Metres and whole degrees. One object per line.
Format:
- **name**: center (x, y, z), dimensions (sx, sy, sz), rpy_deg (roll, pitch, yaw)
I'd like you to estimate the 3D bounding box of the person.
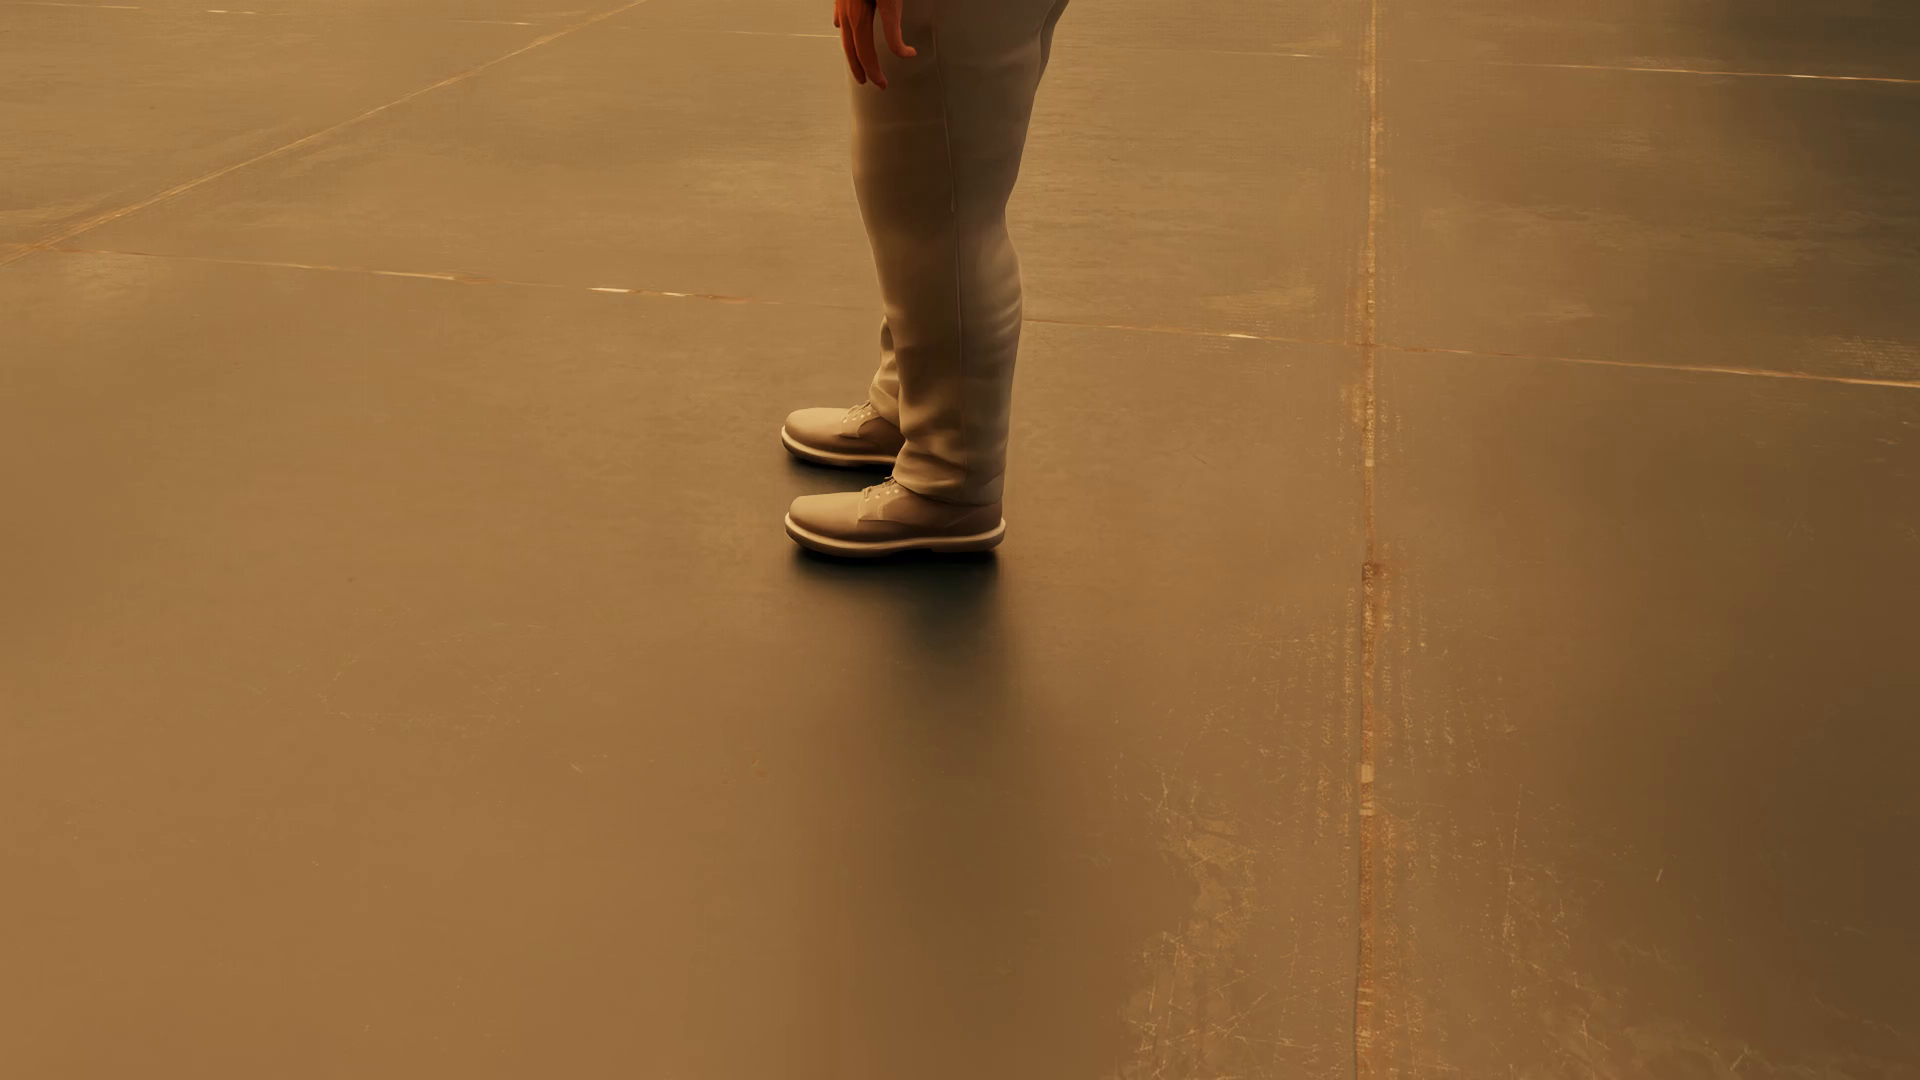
- **person**: center (-0.073, -0.815, 2.121), dimensions (0.575, 1.781, 0.640), rpy_deg (6, 27, 11)
